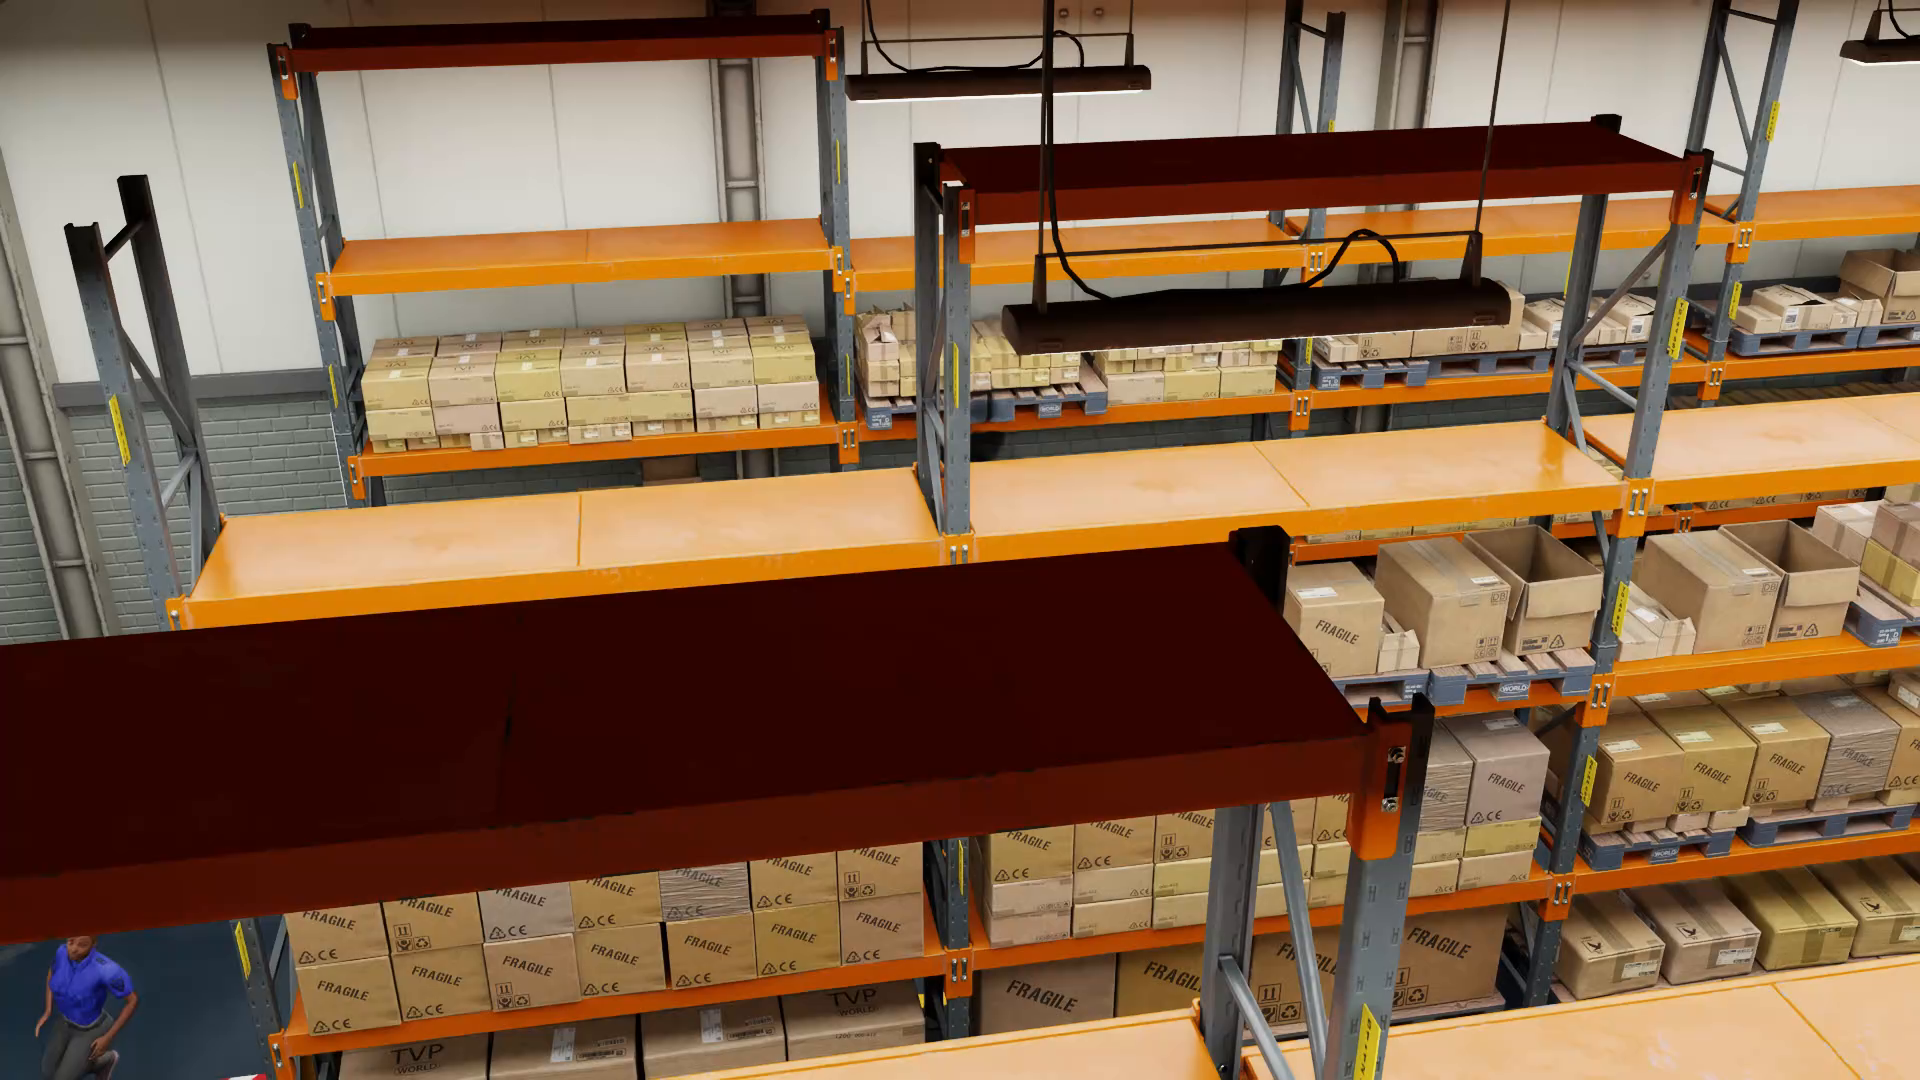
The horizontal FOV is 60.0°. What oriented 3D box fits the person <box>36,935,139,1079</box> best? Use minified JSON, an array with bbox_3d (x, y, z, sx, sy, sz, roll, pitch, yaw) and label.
[{"bbox_3d":[-5.403,3.023,10.223,0.641,1.561,0.590,14,29,26],"label":"person"}]
